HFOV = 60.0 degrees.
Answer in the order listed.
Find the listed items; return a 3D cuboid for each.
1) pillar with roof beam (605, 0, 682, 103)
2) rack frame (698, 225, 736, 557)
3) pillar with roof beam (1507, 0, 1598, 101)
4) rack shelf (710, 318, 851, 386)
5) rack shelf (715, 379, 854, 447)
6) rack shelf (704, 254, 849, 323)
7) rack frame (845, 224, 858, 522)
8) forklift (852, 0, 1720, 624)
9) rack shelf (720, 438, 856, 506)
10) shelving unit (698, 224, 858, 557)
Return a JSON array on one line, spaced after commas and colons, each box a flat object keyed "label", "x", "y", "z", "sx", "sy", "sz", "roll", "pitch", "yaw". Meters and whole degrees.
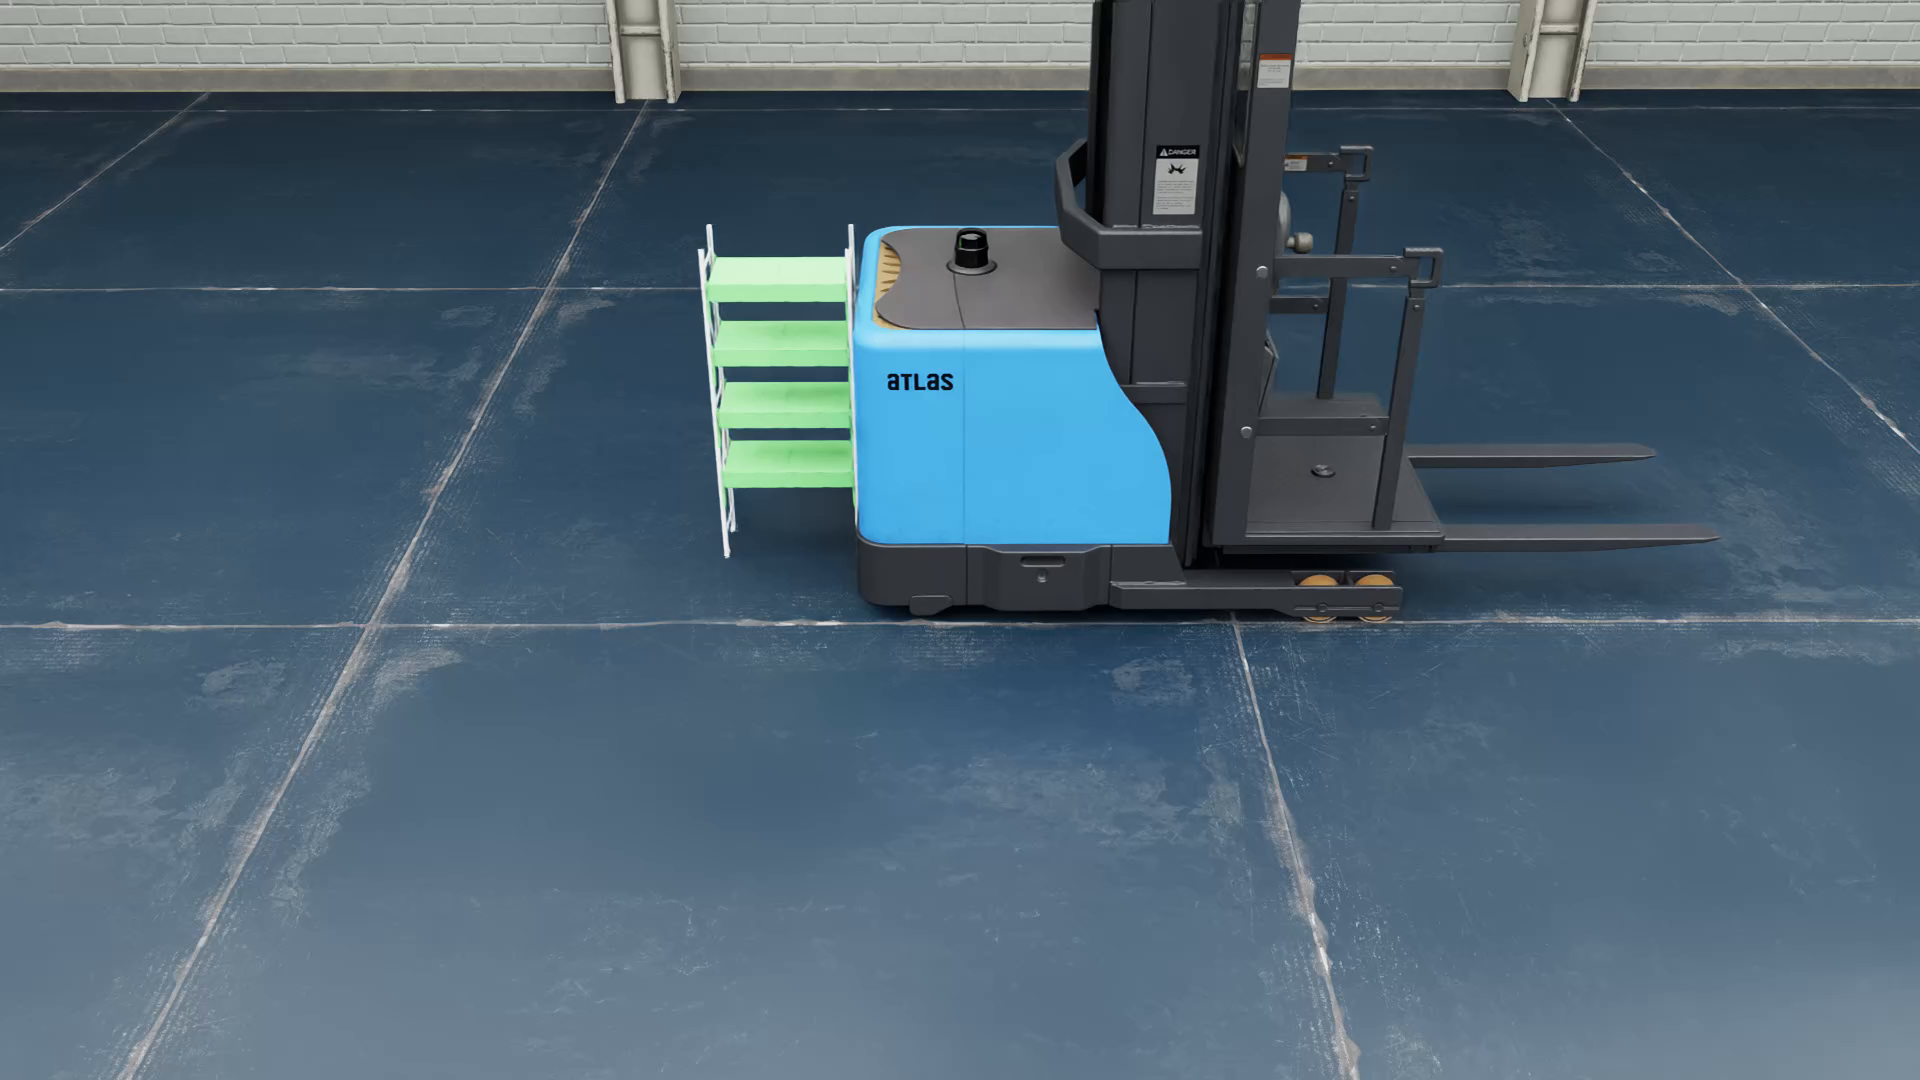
[{"label": "pillar with roof beam", "x": -2.059, "y": -4.593, "z": 5.146, "sx": 0.400, "sy": 9.000, "sz": 9.100, "roll": 0, "pitch": 31, "yaw": 0}, {"label": "rack frame", "x": -0.862, "y": -0.511, "z": 5.935, "sx": 0.015, "sy": 1.200, "sz": 0.240, "roll": 0, "pitch": 31, "yaw": 0}, {"label": "pillar with roof beam", "x": 3.941, "y": -4.612, "z": 5.176, "sx": 0.400, "sy": 9.000, "sz": 9.100, "roll": 0, "pitch": 31, "yaw": 0}, {"label": "rack shelf", "x": -0.618, "y": -0.662, "z": 5.845, "sx": 0.480, "sy": 0.148, "sz": 0.258, "roll": 0, "pitch": 31, "yaw": 0}, {"label": "rack shelf", "x": -0.618, "y": -0.457, "z": 5.969, "sx": 0.480, "sy": 0.148, "sz": 0.258, "roll": 0, "pitch": 31, "yaw": 0}, {"label": "rack shelf", "x": -0.618, "y": -0.867, "z": 5.720, "sx": 0.480, "sy": 0.148, "sz": 0.258, "roll": 0, "pitch": 31, "yaw": 0}, {"label": "rack frame", "x": -0.374, "y": -0.512, "z": 5.937, "sx": 0.015, "sy": 1.200, "sz": 0.240, "roll": 0, "pitch": 31, "yaw": 0}, {"label": "forklift", "x": 1.156, "y": -1.241, "z": 5.469, "sx": 3.031, "sy": 2.935, "sz": 1.130, "roll": 0, "pitch": 31, "yaw": 0}, {"label": "rack shelf", "x": -0.618, "y": -0.251, "z": 6.094, "sx": 0.480, "sy": 0.148, "sz": 0.258, "roll": 0, "pitch": 31, "yaw": 0}, {"label": "shelving unit", "x": -0.618, "y": -0.511, "z": 5.936, "sx": 0.503, "sy": 1.200, "sz": 0.258, "roll": 0, "pitch": 31, "yaw": 0}]
